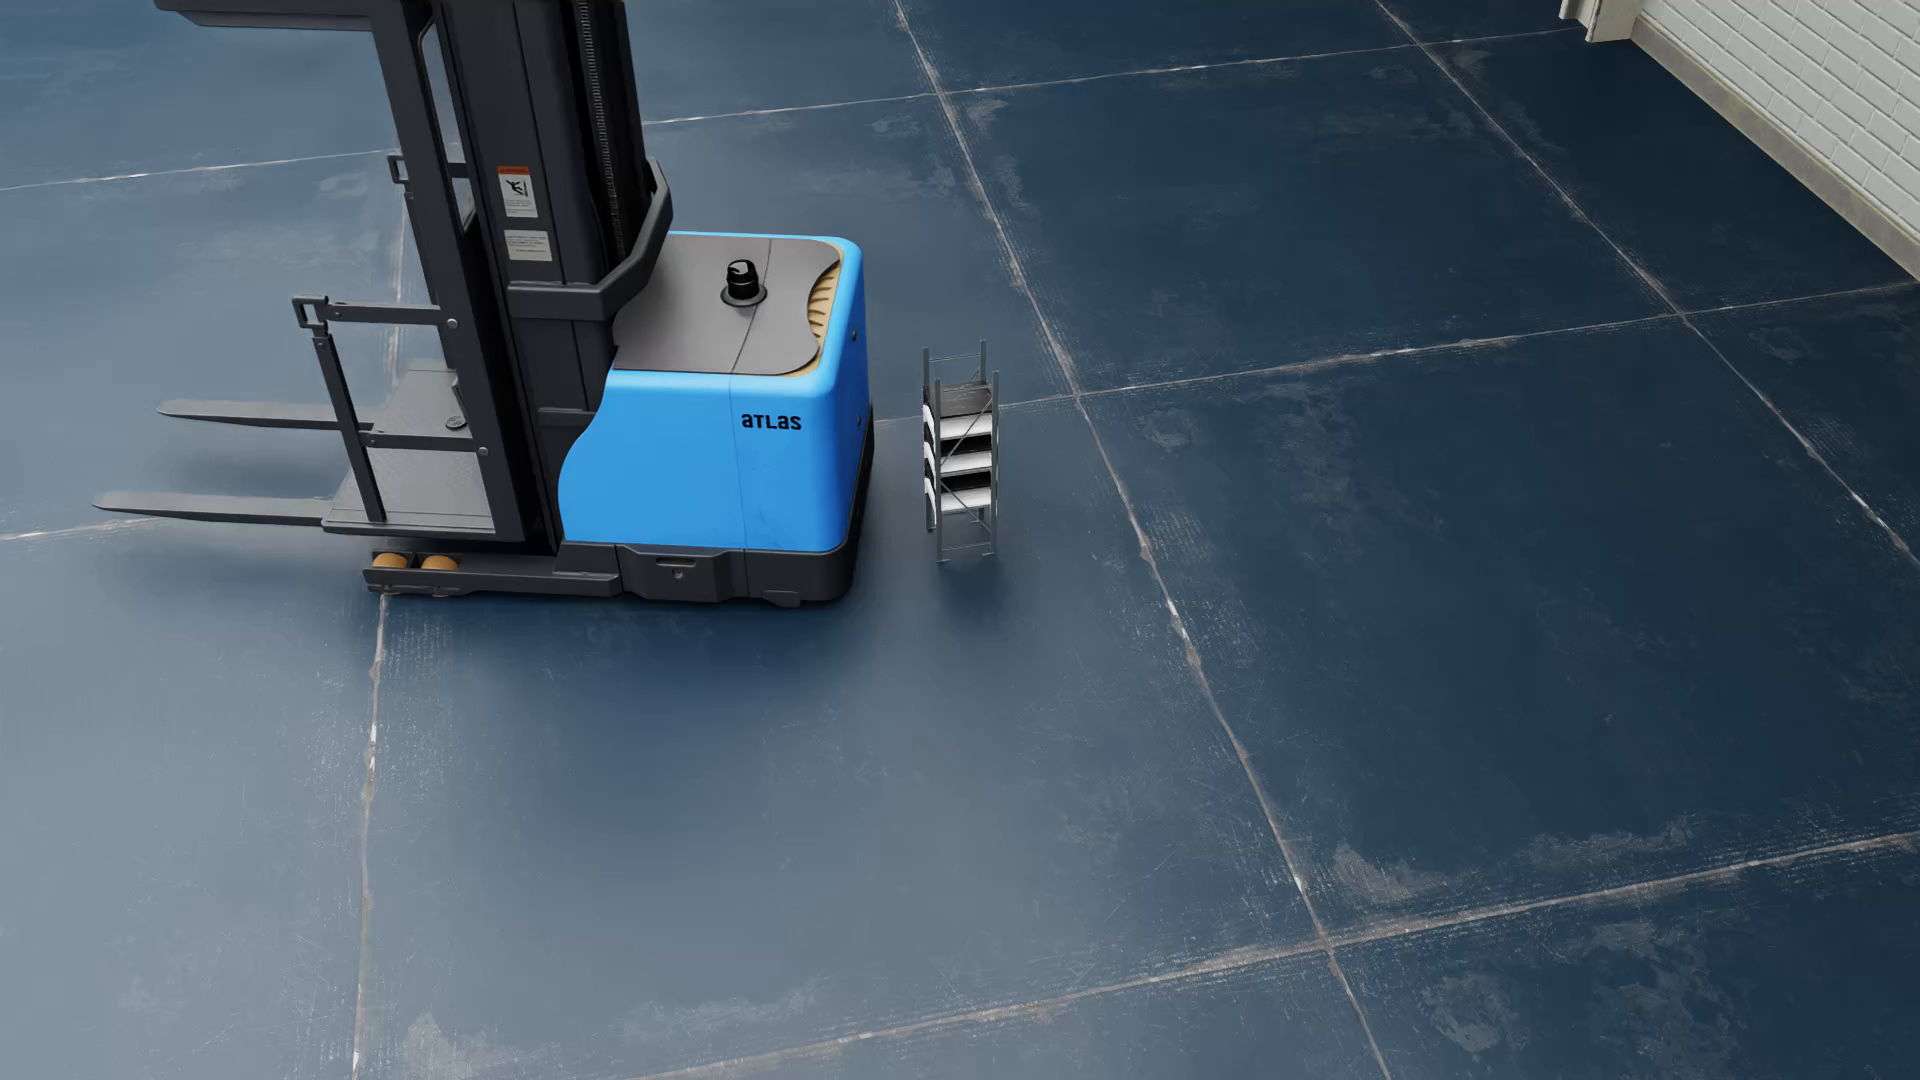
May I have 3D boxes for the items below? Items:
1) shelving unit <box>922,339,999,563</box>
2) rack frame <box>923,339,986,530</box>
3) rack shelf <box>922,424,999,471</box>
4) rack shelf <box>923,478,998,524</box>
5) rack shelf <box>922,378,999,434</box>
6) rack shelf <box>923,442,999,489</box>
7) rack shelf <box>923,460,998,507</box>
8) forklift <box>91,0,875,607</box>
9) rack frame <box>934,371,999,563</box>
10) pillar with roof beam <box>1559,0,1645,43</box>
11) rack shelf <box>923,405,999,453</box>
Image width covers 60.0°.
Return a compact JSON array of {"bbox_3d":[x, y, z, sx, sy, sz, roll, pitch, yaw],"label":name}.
[{"bbox_3d":[0.002,-0.331,6.445,0.258,0.900,0.210,-8,42,-9],"label":"shelving unit"},{"bbox_3d":[-0.020,-0.397,6.520,0.240,0.900,0.006,-8,42,-9],"label":"rack frame"},{"bbox_3d":[0.002,-0.374,6.408,0.258,0.077,0.200,-8,42,-9],"label":"rack shelf"},{"bbox_3d":[0.002,-0.172,6.587,0.258,0.077,0.200,-8,42,-9],"label":"rack shelf"},{"bbox_3d":[0.002,-0.508,6.288,0.258,0.077,0.200,-8,42,-9],"label":"rack shelf"},{"bbox_3d":[0.002,-0.306,6.467,0.258,0.077,0.200,-8,42,-9],"label":"rack shelf"},{"bbox_3d":[0.002,-0.239,6.527,0.258,0.077,0.200,-8,42,-9],"label":"rack shelf"},{"bbox_3d":[-1.905,-1.221,5.917,3.031,2.935,1.130,3,42,3],"label":"forklift"},{"bbox_3d":[0.024,-0.265,6.371,0.240,0.900,0.006,-8,42,-9],"label":"rack frame"},{"bbox_3d":[-0.243,-5.944,6.668,9.100,9.000,0.400,-8,42,-9],"label":"pillar with roof beam"},{"bbox_3d":[0.002,-0.441,6.348,0.258,0.077,0.200,-8,42,-9],"label":"rack shelf"}]
